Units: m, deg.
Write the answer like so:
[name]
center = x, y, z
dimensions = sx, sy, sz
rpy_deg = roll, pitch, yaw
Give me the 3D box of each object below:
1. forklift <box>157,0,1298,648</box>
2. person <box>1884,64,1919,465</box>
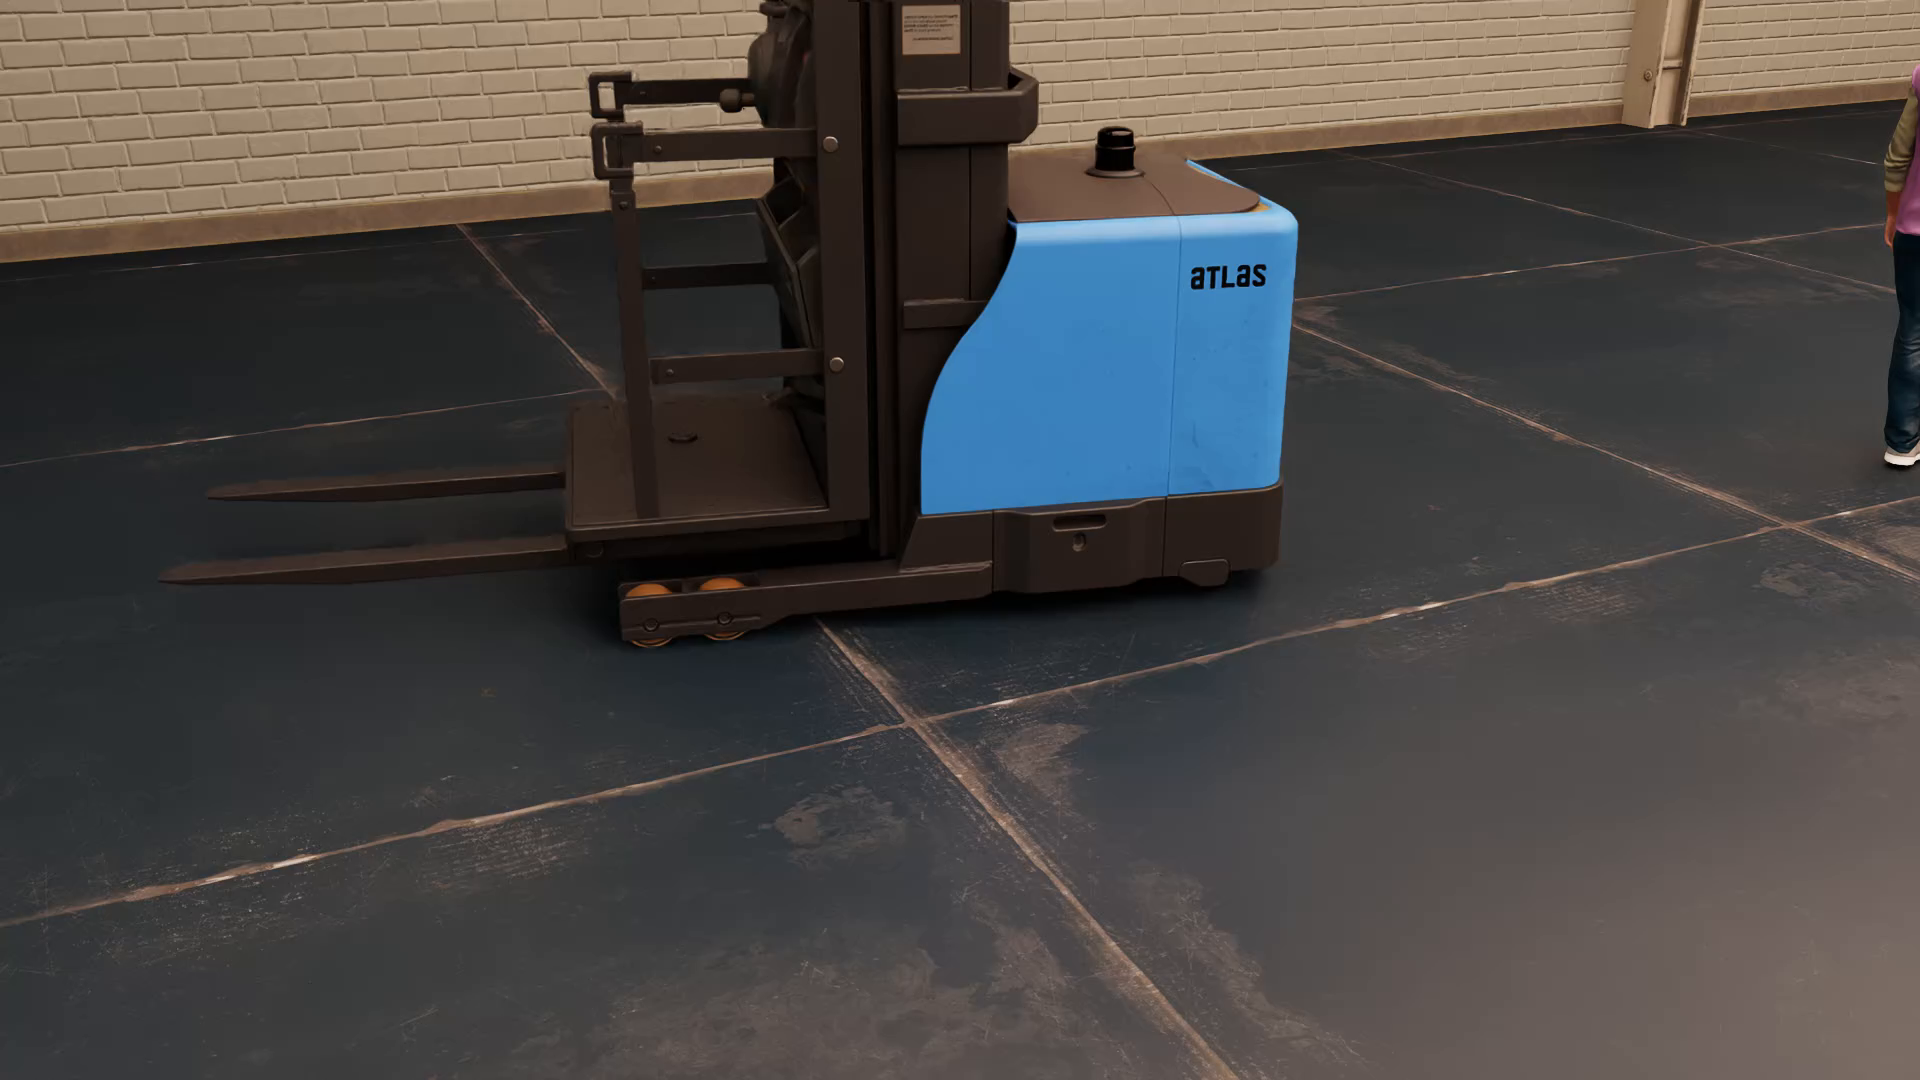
[forklift]
center = -0.653, -1.289, 4.388
dimensions = 3.031, 2.935, 1.130
rpy_deg = -5, 23, -11
[person]
center = 3.295, -1.008, 5.432
dimensions = 0.472, 1.599, 0.520
rpy_deg = -14, 26, -30
